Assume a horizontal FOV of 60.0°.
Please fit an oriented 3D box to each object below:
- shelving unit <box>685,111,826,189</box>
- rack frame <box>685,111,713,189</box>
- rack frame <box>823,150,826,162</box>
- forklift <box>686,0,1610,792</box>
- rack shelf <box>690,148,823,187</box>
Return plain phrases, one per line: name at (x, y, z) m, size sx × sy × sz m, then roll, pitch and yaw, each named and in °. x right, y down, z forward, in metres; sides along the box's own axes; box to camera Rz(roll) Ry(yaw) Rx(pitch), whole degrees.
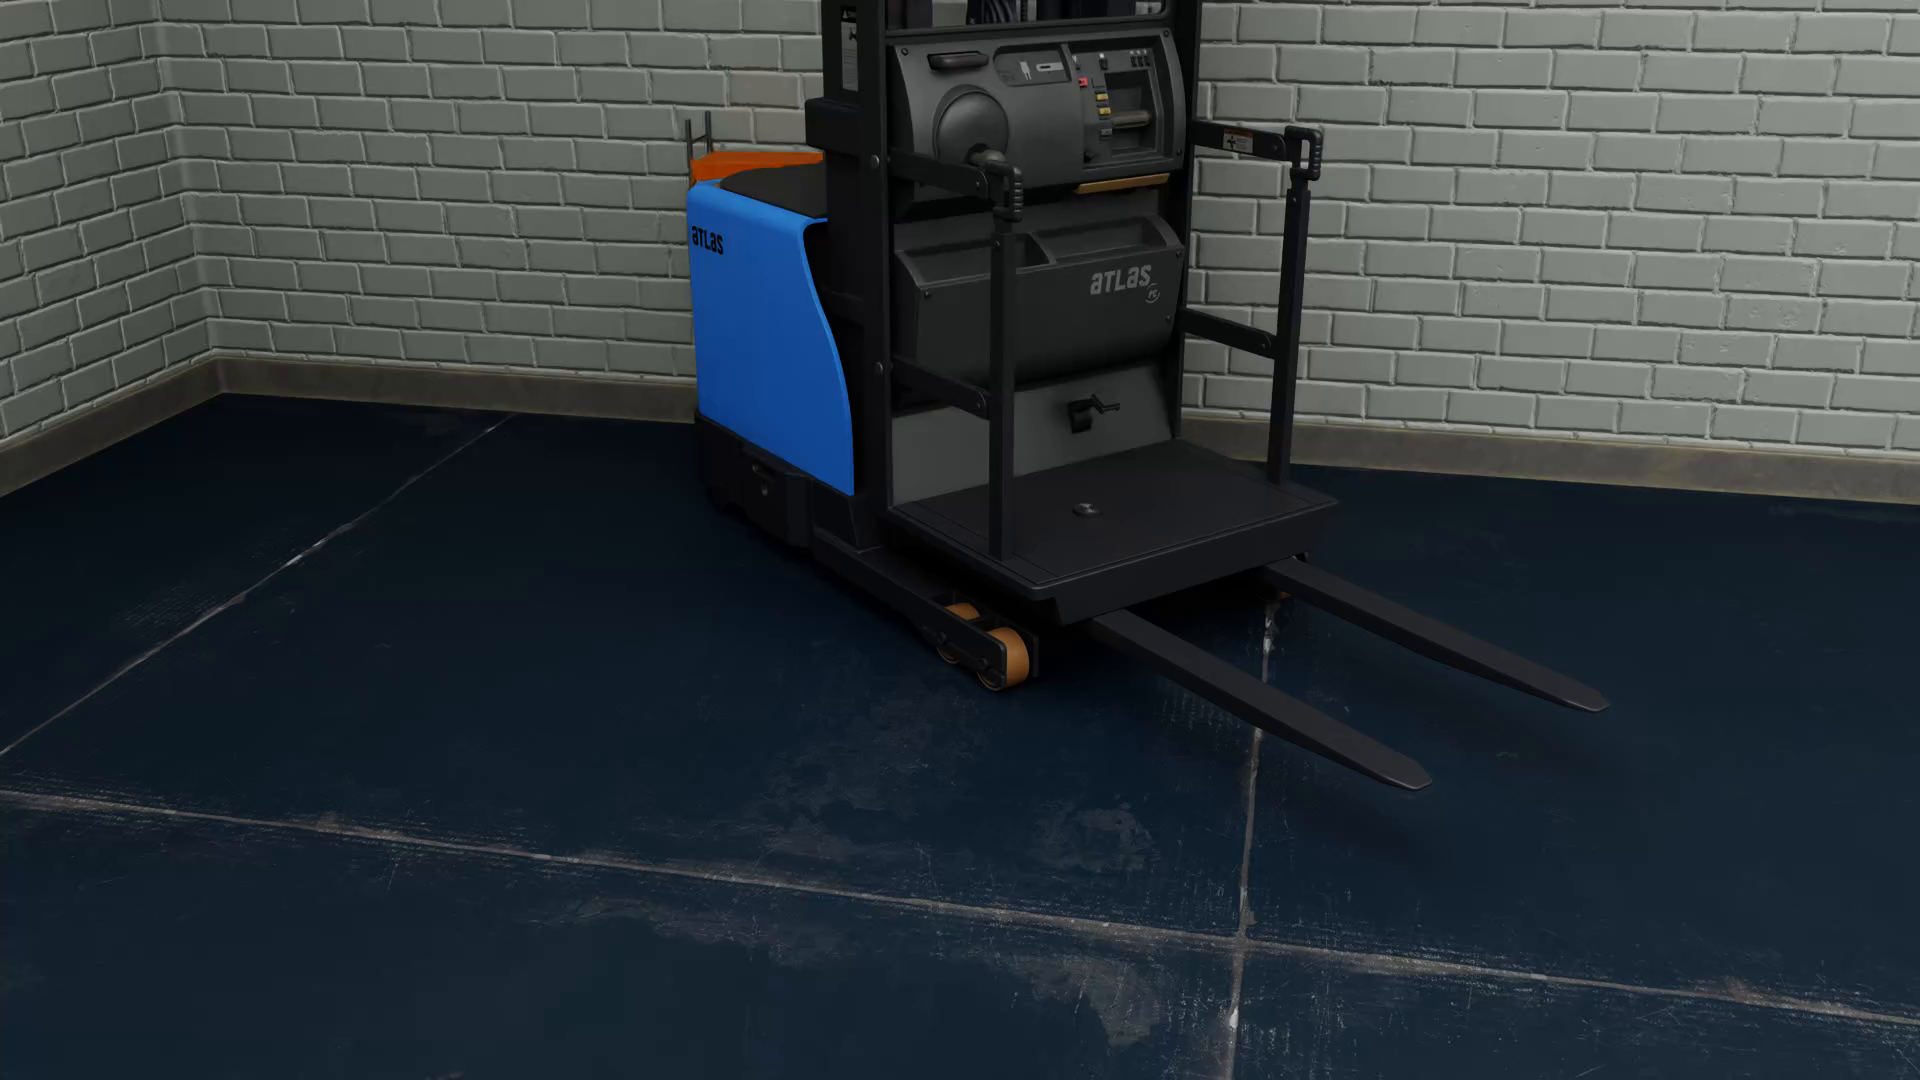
shelving unit at (-0.678, -0.926, 6.039) m, size 0.503 × 1.200 × 0.258 m, roll 3°, pitch 22°, yaw 10°
rack frame at (-0.918, -0.939, 6.080) m, size 0.015 × 1.200 × 0.240 m, roll 3°, pitch 22°, yaw 10°
rack frame at (-0.438, -0.912, 5.997) m, size 0.015 × 1.200 × 0.240 m, roll 3°, pitch 22°, yaw 10°
forklift at (0.357, -1.168, 4.329) m, size 1.130 × 2.935 × 3.031 m, roll -15°, pitch 26°, yaw -32°
rack shelf at (-0.682, -1.291, 5.892) m, size 0.480 × 0.148 × 0.258 m, roll 3°, pitch 22°, yaw 10°
